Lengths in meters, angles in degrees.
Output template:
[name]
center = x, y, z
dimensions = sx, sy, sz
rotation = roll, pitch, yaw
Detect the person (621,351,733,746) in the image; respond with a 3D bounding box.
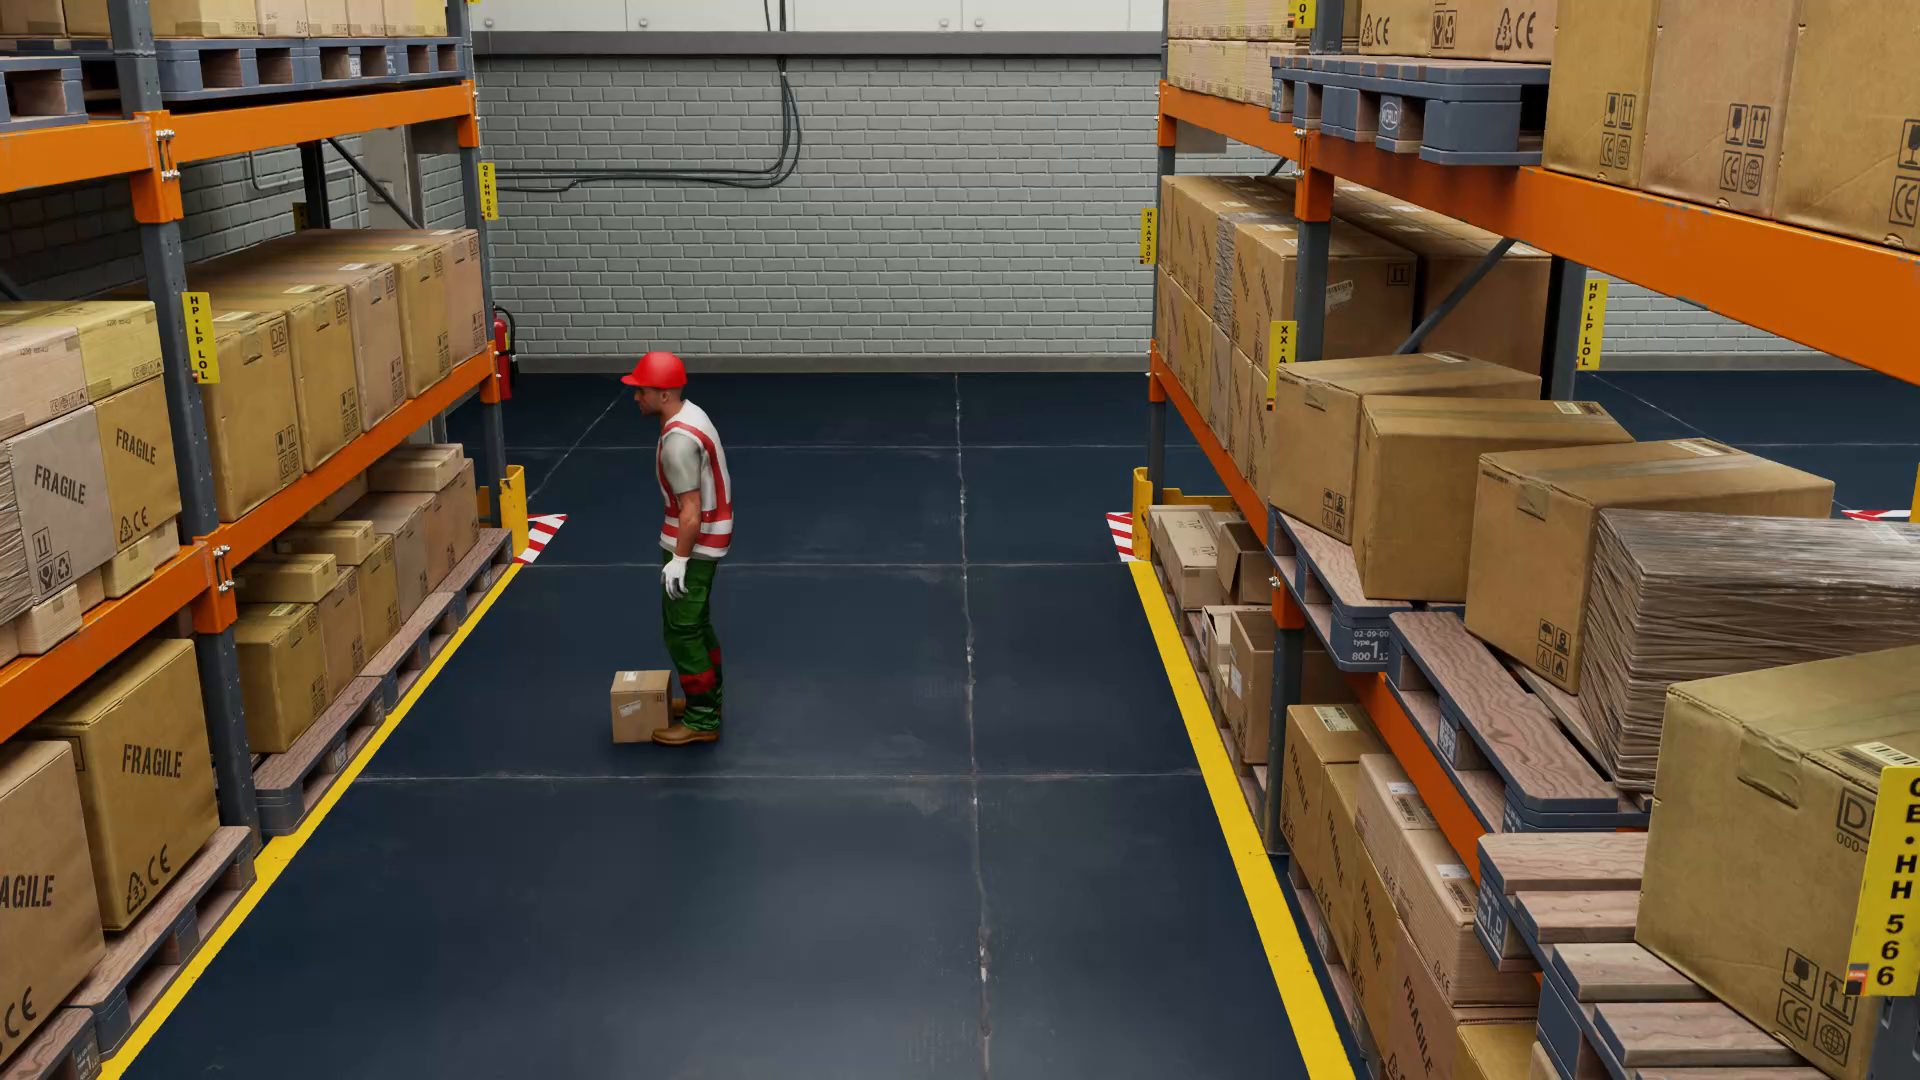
[person]
center = -1.232, 0.035, 7.402
dimensions = 0.452, 1.779, 0.618
rotation = -1, 17, -4
